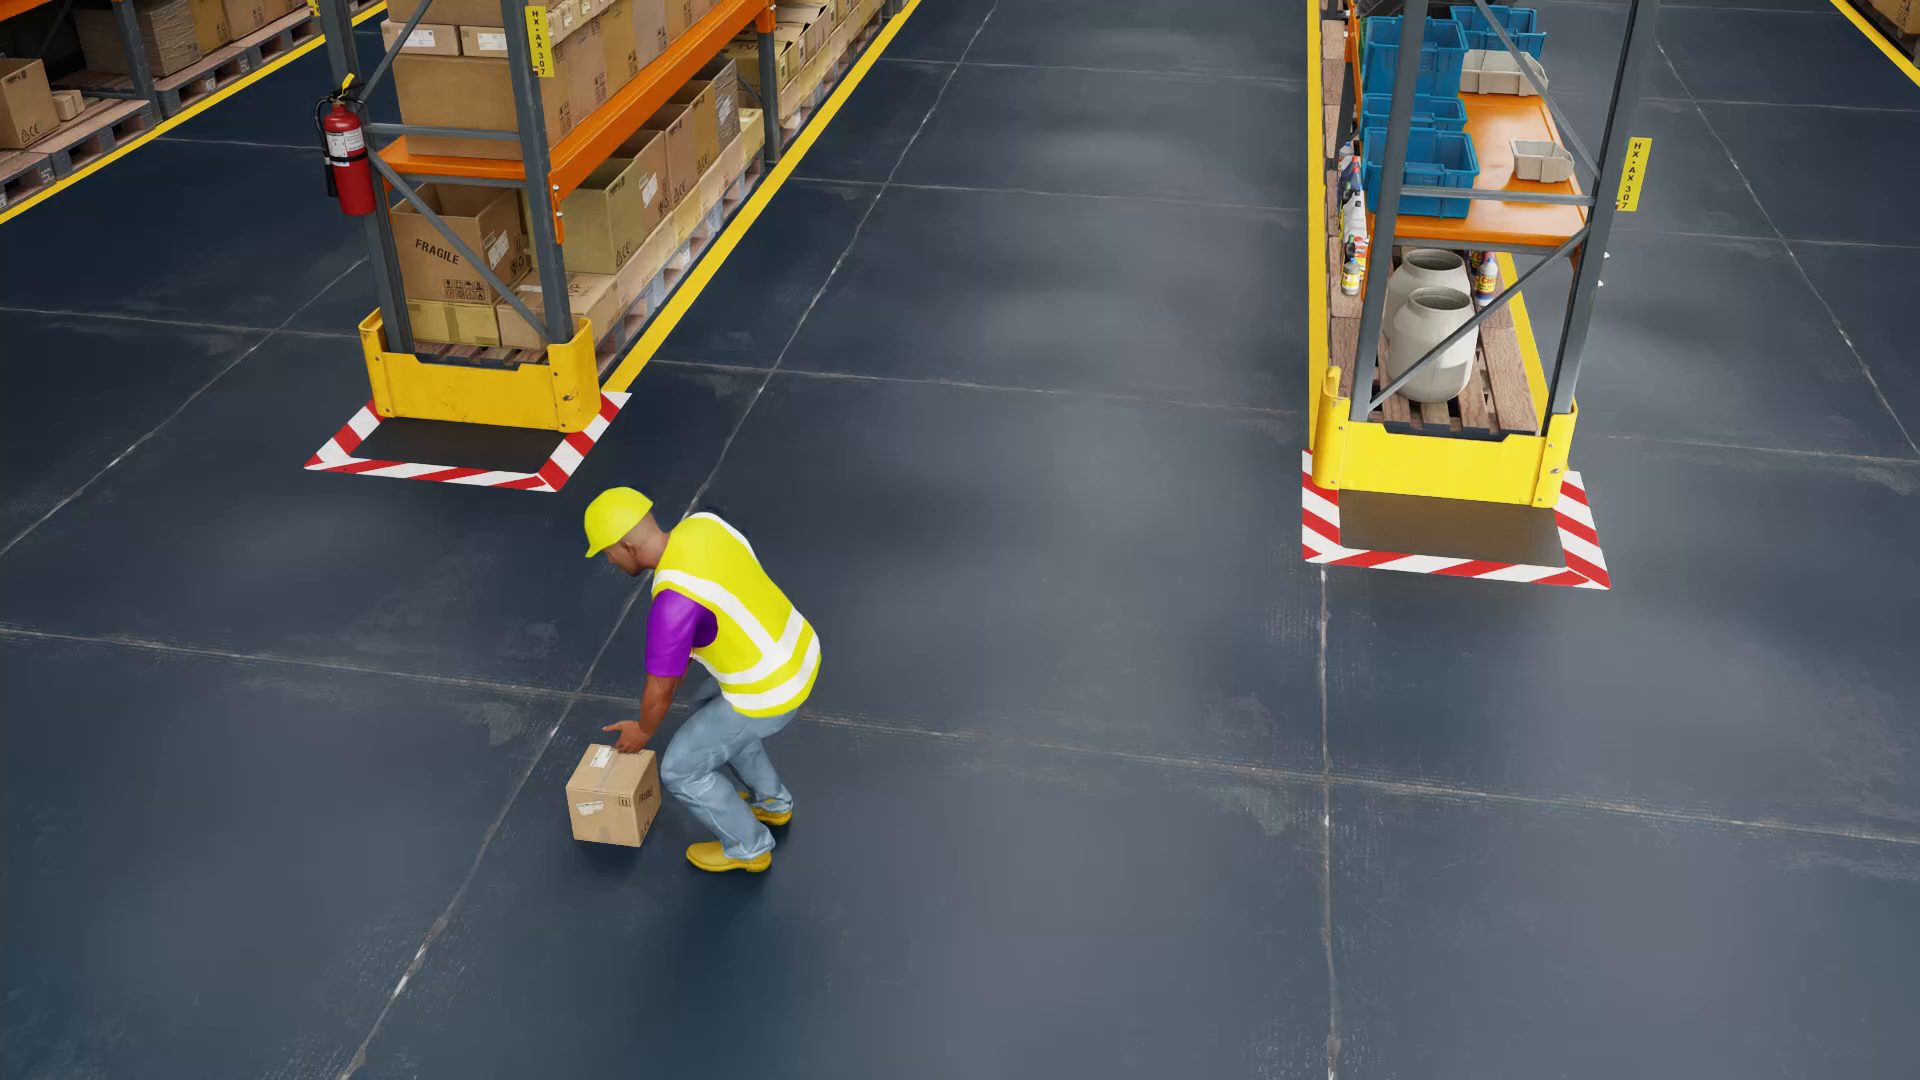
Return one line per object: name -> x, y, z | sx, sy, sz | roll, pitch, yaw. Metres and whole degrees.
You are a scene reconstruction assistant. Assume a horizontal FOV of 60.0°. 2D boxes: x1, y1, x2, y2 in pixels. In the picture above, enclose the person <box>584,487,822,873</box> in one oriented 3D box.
person -> -0.851, 0.480, 5.640 | 0.728, 1.461, 0.630 | 5, 33, 8
